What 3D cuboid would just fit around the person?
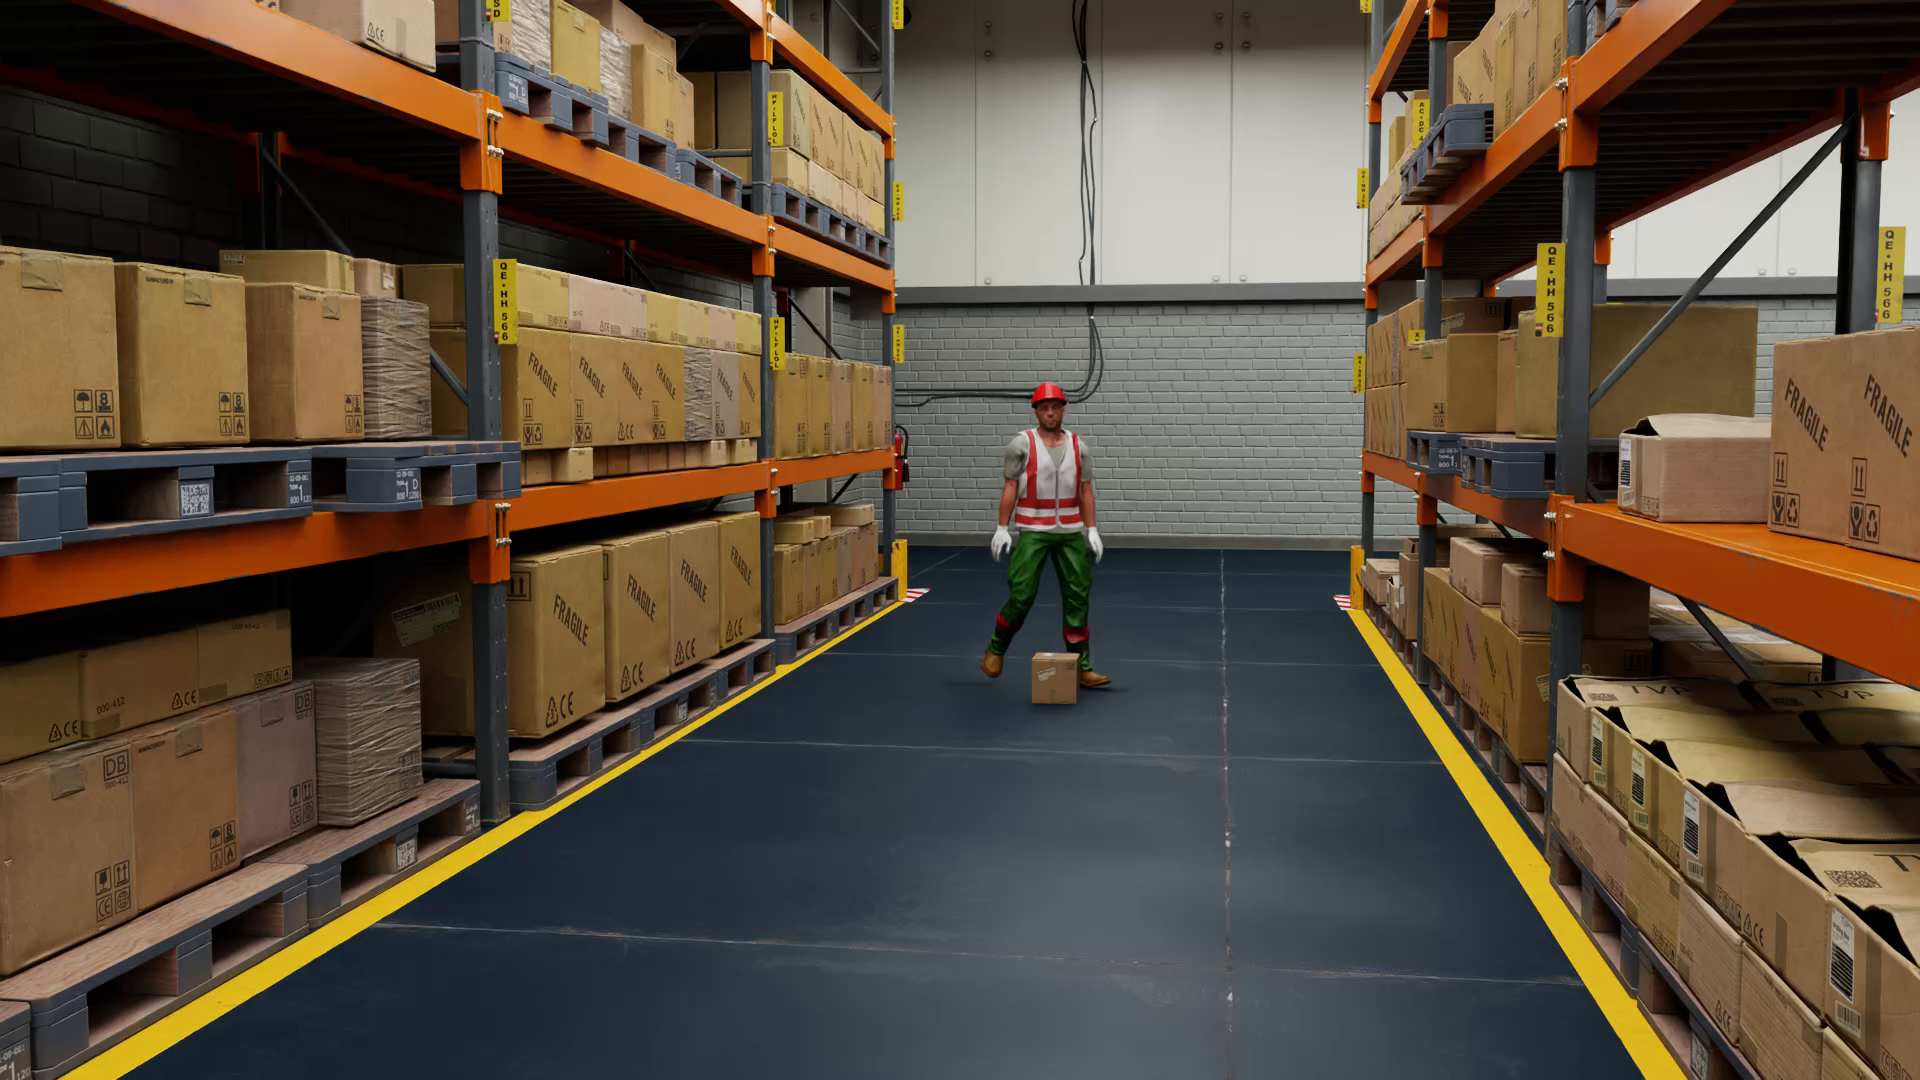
[{"bbox_3d":[0.499,-0.028,9.758,0.696,1.787,0.598,-1,5,-19],"label":"person"}]
